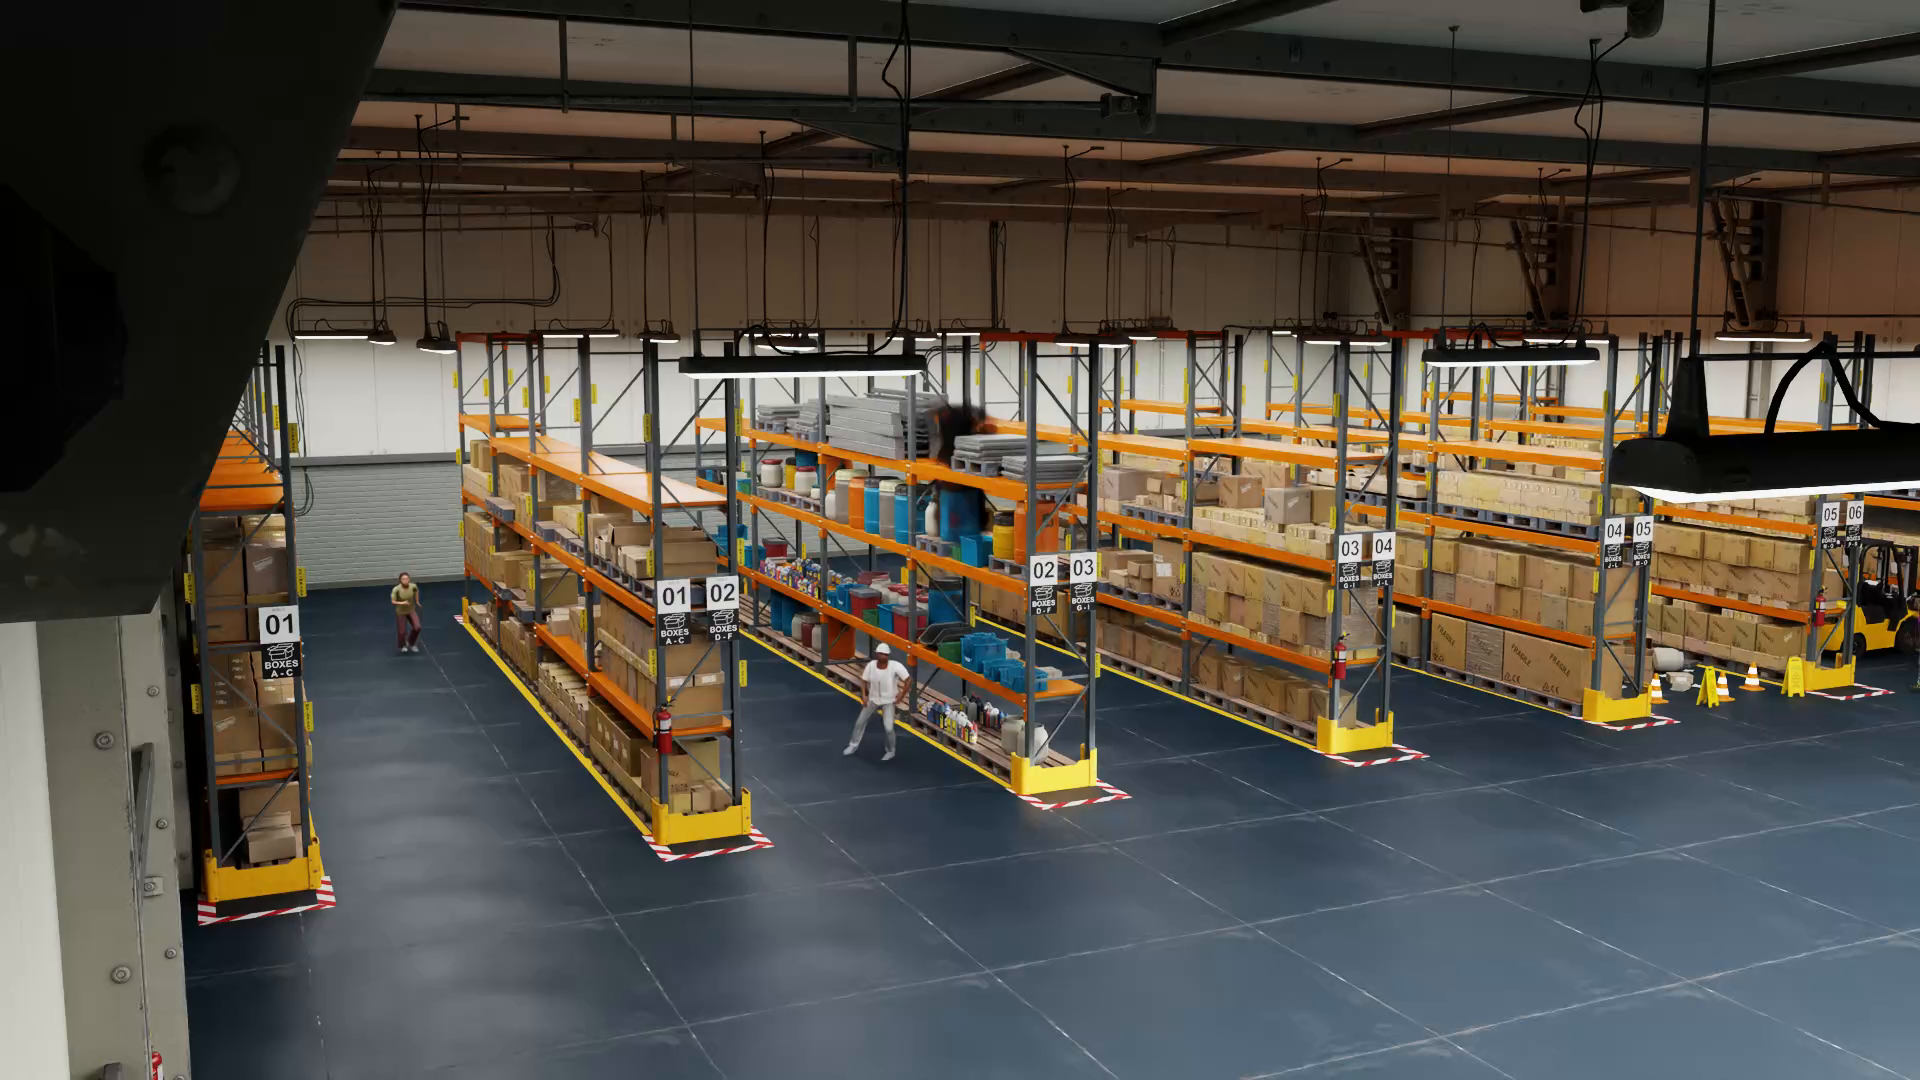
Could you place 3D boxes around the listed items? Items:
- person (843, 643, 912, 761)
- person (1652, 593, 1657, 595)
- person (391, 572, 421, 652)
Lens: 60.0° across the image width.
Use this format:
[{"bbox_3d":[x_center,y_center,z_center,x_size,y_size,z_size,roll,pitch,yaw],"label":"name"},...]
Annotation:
[{"bbox_3d":[-1.199,2.302,23.830,0.998,1.692,0.457,2,8,16],"label":"person"},{"bbox_3d":[14.538,0.854,34.401,0.660,1.729,0.817,-6,10,-39],"label":"person"},{"bbox_3d":[-10.373,1.355,31.149,0.586,1.564,0.853,-5,9,-33],"label":"person"}]
